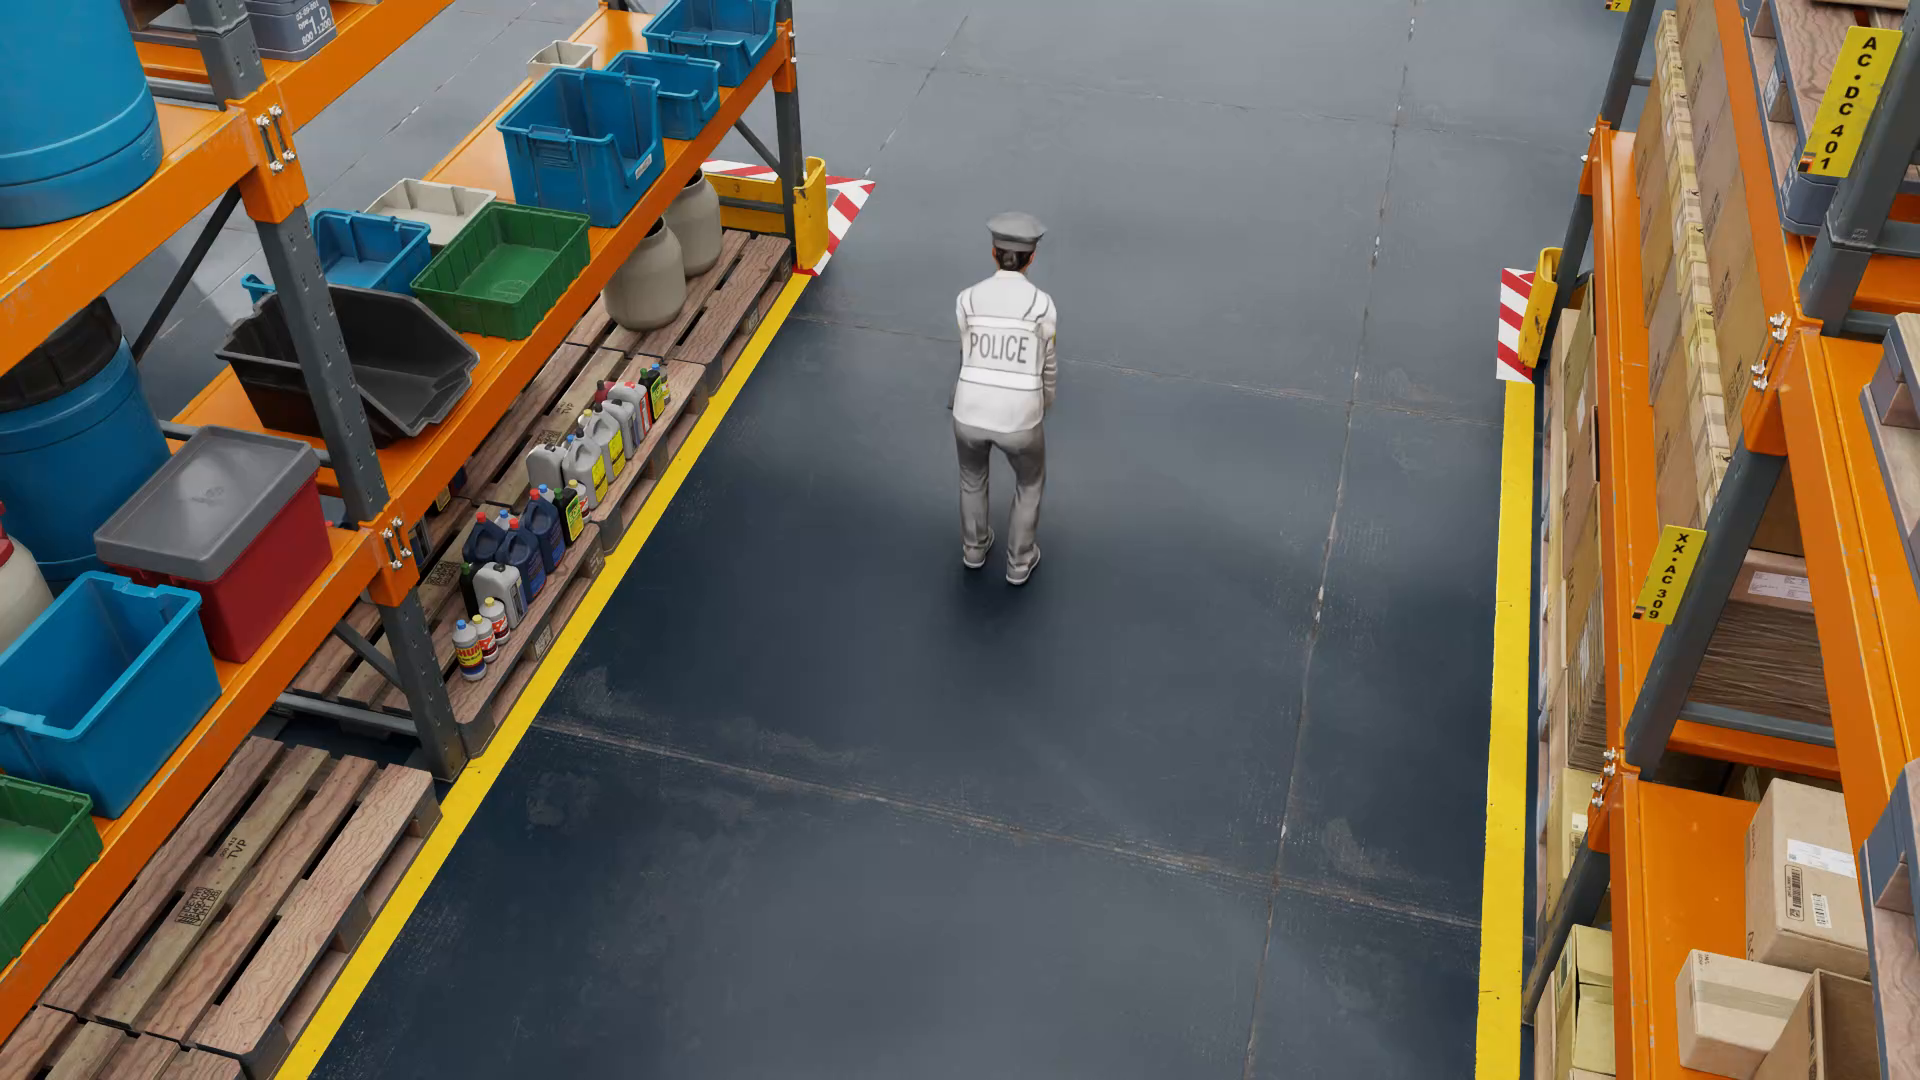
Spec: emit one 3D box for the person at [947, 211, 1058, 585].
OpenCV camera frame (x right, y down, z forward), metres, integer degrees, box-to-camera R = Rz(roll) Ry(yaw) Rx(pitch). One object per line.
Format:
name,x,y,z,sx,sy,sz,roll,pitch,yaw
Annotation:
person,0.176,-0.554,6.880,0.413,1.552,0.647,9,42,10
